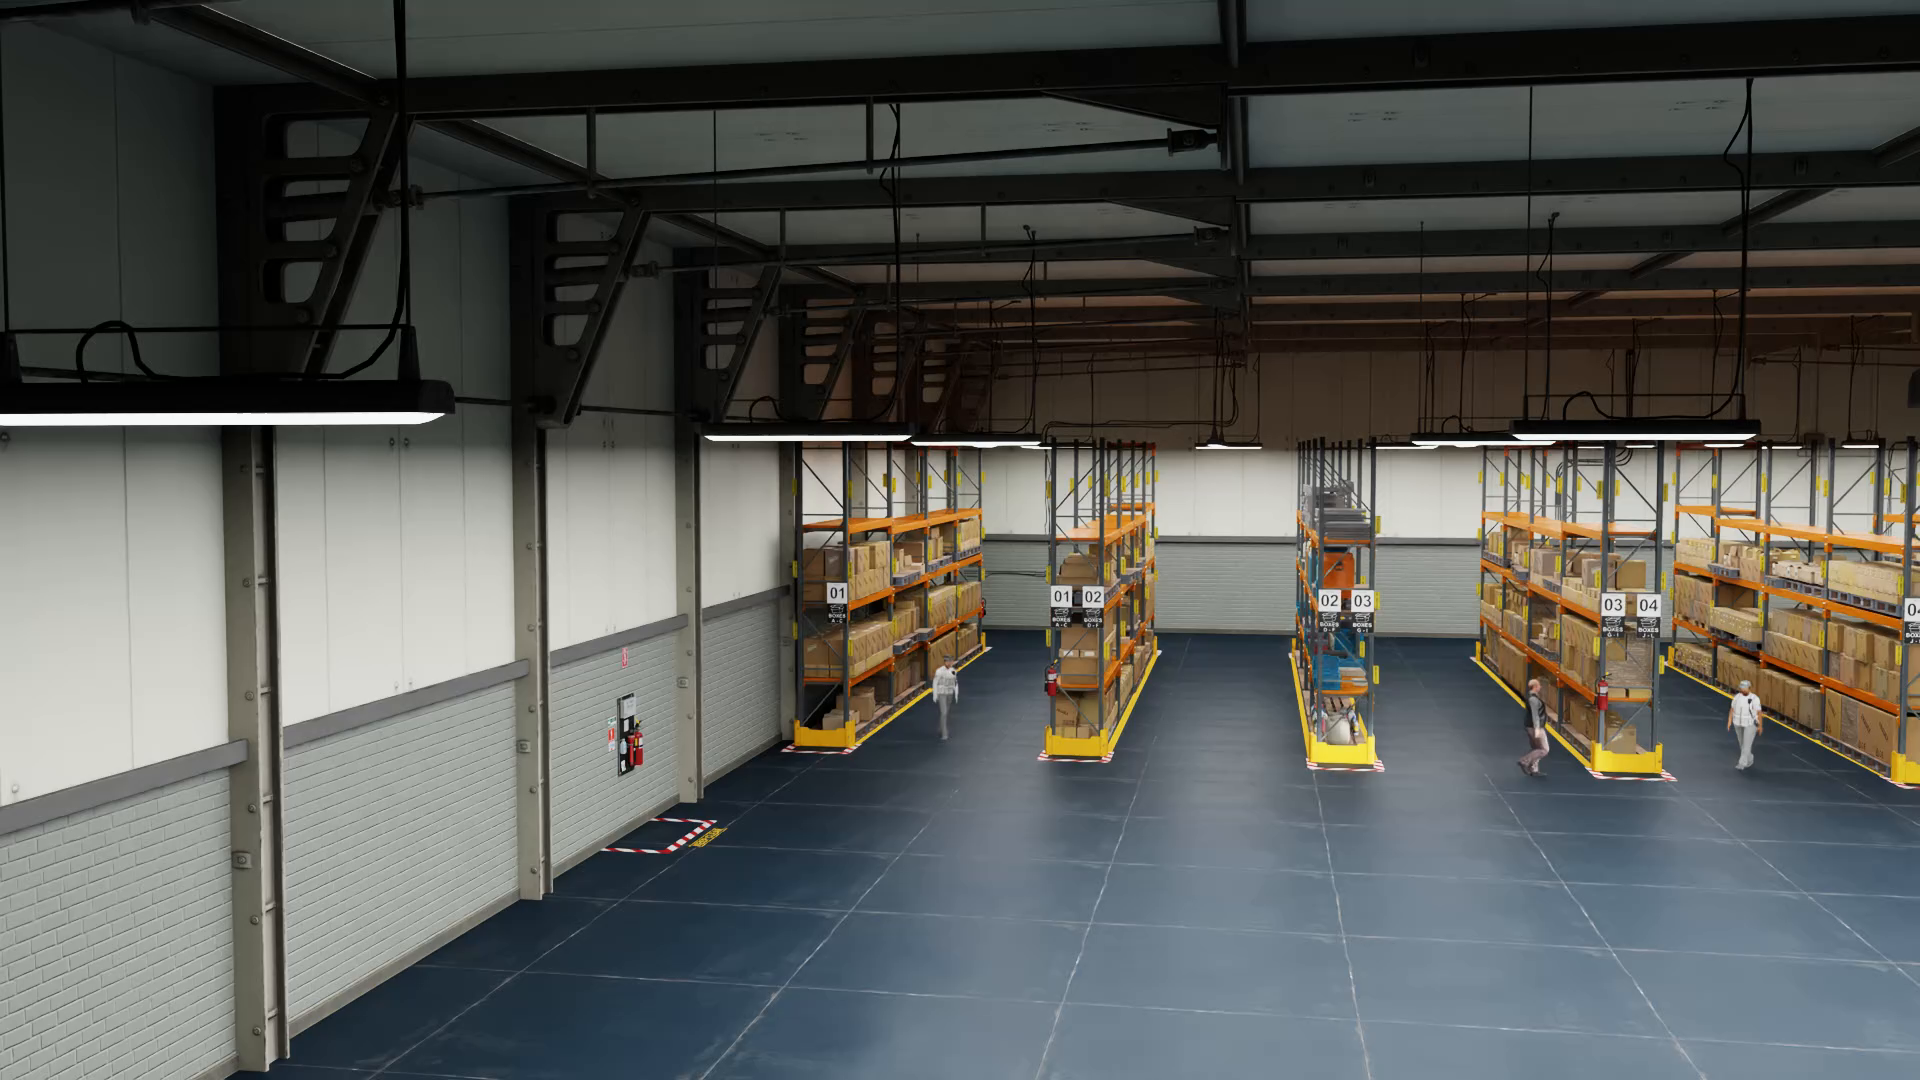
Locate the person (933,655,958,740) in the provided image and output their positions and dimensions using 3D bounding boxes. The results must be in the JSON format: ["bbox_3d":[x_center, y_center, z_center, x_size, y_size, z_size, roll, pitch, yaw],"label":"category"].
[{"bbox_3d":[-0.292,3.152,33.409,0.505,1.721,0.680,-2,4,-37],"label":"person"}]

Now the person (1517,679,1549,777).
[{"bbox_3d":[10.043,3.300,29.172,0.553,1.713,0.552,0,3,6],"label":"person"}]

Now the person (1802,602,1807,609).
[{"bbox_3d":[23.544,2.446,46.206,0.964,1.638,0.504,0,3,-9],"label":"person"}]

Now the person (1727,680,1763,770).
[{"bbox_3d":[14.070,3.319,29.891,1.047,1.601,0.505,-2,4,-36],"label":"person"}]
